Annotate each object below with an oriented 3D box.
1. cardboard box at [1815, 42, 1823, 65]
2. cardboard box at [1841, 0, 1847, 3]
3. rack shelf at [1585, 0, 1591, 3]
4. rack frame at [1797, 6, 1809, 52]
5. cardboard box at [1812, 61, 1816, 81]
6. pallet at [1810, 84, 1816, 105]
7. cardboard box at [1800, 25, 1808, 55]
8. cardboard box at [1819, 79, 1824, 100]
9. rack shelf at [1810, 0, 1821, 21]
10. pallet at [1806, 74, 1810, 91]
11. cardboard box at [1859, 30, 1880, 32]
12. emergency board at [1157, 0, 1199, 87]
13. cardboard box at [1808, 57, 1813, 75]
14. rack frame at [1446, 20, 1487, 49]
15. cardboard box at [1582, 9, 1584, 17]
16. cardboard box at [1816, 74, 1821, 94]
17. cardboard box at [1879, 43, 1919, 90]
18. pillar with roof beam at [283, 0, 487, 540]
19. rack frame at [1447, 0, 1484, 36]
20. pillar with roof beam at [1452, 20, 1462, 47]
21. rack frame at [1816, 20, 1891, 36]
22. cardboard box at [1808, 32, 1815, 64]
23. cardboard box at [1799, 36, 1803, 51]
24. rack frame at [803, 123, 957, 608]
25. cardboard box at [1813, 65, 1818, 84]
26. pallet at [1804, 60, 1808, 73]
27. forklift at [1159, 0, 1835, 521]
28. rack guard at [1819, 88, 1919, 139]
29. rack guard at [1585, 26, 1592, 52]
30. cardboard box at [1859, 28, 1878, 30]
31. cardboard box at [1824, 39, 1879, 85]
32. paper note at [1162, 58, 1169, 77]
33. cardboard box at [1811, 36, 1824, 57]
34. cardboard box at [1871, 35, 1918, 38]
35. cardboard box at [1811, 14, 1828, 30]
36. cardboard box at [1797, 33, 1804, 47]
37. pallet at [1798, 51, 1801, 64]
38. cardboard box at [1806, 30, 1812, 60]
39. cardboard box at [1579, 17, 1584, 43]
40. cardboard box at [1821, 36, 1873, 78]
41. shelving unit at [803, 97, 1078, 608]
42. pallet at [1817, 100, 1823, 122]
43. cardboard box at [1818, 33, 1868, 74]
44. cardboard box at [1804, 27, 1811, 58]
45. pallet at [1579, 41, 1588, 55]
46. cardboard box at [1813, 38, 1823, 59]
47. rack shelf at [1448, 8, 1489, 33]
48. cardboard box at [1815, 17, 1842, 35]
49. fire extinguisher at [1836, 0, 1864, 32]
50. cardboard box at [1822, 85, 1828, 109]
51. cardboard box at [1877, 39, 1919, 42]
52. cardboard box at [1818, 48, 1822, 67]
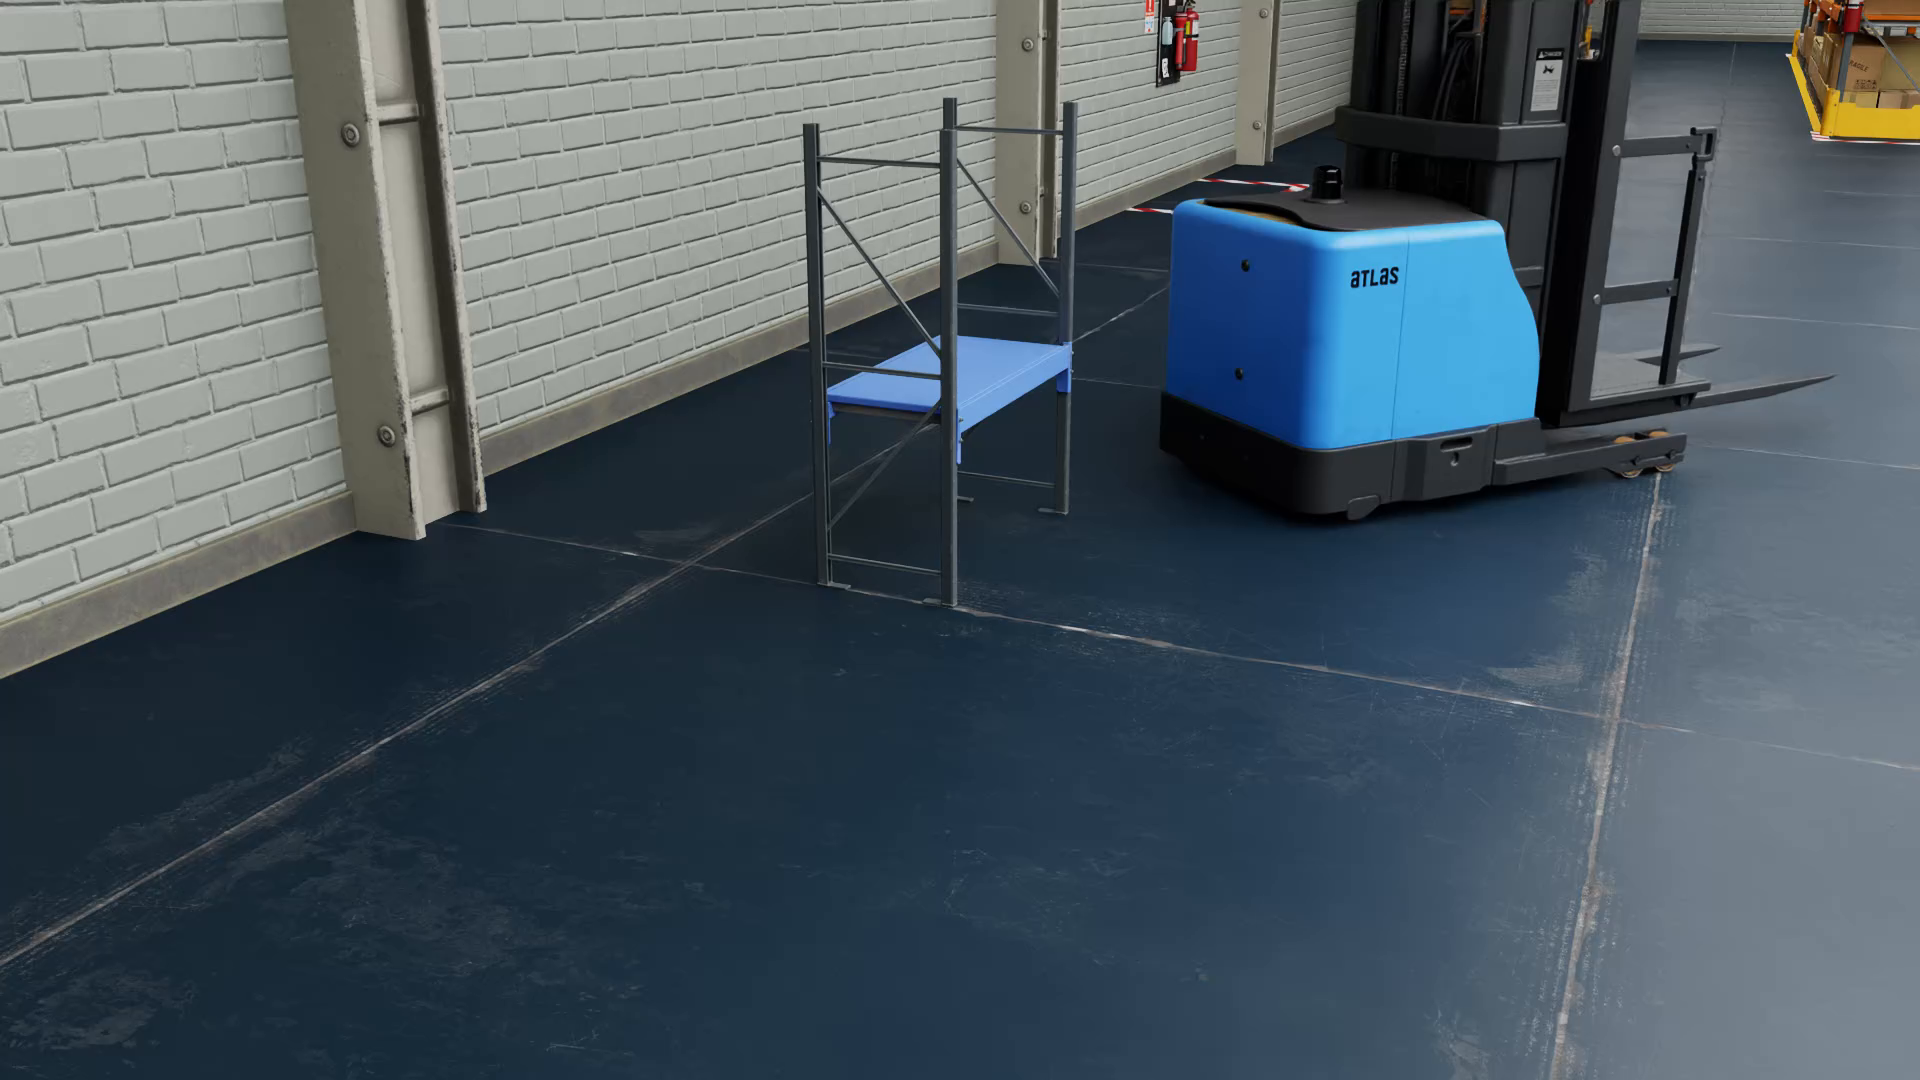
[{"bbox_3d":[12.340,-6.849,23.391,0.500,0.311,0.500,8,21,23],"label":"cardboard box"},{"bbox_3d":[12.215,-7.438,22.608,0.396,0.266,0.258,8,21,21],"label":"cardboard box"},{"bbox_3d":[11.596,-10.604,32.383,1.077,0.370,4.000,9,21,23],"label":"rack shelf"},{"bbox_3d":[16.936,-10.876,32.073,1.000,3.000,0.127,9,21,23],"label":"rack frame"},{"bbox_3d":[12.555,-6.742,23.928,0.500,0.250,0.500,9,21,24],"label":"cardboard box"},{"bbox_3d":[12.288,-6.124,22.874,1.003,0.211,1.213,9,21,23],"label":"pallet"},{"bbox_3d":[15.273,-8.896,29.579,0.500,0.500,0.500,9,21,23],"label":"cardboard box"},{"bbox_3d":[10.938,-5.552,20.579,0.500,0.250,0.500,9,21,23],"label":"cardboard box"},{"bbox_3d":[14.479,-8.703,27.036,1.077,0.370,4.000,9,21,23],"label":"rack shelf"},{"bbox_3d":[13.288,-6.870,24.971,1.003,0.211,1.213,9,21,23],"label":"pallet"},{"bbox_3d":[14.942,-8.189,27.593,0.500,0.500,0.500,9,21,23],"label":"cardboard box"},{"bbox_3d":[1.857,-4.411,13.897,0.194,1.169,0.643,9,21,23],"label":"emergency board"},{"bbox_3d":[12.973,-7.059,24.818,0.500,0.250,0.500,8,21,21],"label":"cardboard box"},{"bbox_3d":[7.501,-7.886,23.666,1.000,3.000,0.127,9,21,23],"label":"rack frame"},{"bbox_3d":[12.230,-10.510,33.180,0.380,0.149,0.250,9,22,24],"label":"cardboard box"},{"bbox_3d":[11.346,-5.857,21.439,0.500,0.250,0.500,9,21,23],"label":"cardboard box"},{"bbox_3d":[11.010,-5.527,19.390,0.500,0.500,0.500,9,21,23],"label":"cardboard box"},{"bbox_3d":[1.918,-3.729,3.025,9.100,9.000,0.400,9,21,23],"label":"pillar with roof beam"},{"bbox_3d":[5.863,-6.663,20.228,1.000,3.000,0.127,9,21,23],"label":"rack frame"},{"bbox_3d":[11.745,-11.066,23.655,9.100,9.000,0.400,9,21,23],"label":"pillar with roof beam"},{"bbox_3d":[13.660,-8.430,25.197,1.000,3.000,0.127,9,21,23],"label":"rack frame"},{"bbox_3d":[14.041,-7.936,26.881,0.500,0.500,0.500,8,21,21],"label":"cardboard box"},{"bbox_3d":[15.580,-9.036,30.256,0.500,0.311,0.500,9,21,23],"label":"cardboard box"},{"bbox_3d":[-0.243,-0.525,5.207,0.500,1.500,0.032,9,21,23],"label":"rack frame"},{"bbox_3d":[12.136,-6.431,23.051,0.500,0.250,0.500,8,21,22],"label":"cardboard box"},{"bbox_3d":[15.000,-8.085,28.388,1.003,0.211,1.213,9,21,23],"label":"pallet"},{"bbox_3d":[2.371,-1.776,6.587,3.031,2.935,1.130,-9,22,-25],"label":"forklift"},{"bbox_3d":[10.374,-4.800,18.718,1.175,0.500,0.348,9,21,23],"label":"rack guard"},{"bbox_3d":[12.425,-10.384,34.421,1.175,0.500,0.348,9,21,23],"label":"rack guard"},{"bbox_3d":[15.358,-8.492,28.445,0.500,0.500,0.500,8,21,22],"label":"cardboard box"},{"bbox_3d":[10.729,-5.753,20.026,0.500,0.500,0.500,9,21,23],"label":"cardboard box"},{"bbox_3d":[1.722,-3.952,13.919,0.016,0.148,0.142,9,21,23],"label":"paper note"},{"bbox_3d":[13.178,-7.477,25.156,0.500,0.311,0.500,9,22,25],"label":"cardboard box"},{"bbox_3d":[11.816,-6.140,21.115,0.500,0.500,0.500,9,21,23],"label":"cardboard box"},{"bbox_3d":[14.468,-8.616,27.673,0.500,0.250,0.500,9,21,23],"label":"cardboard box"},{"bbox_3d":[16.250,-9.507,31.673,0.500,0.250,0.500,9,21,23],"label":"cardboard box"},{"bbox_3d":[16.079,-8.923,30.745,1.003,0.211,1.213,9,21,23],"label":"pallet"},{"bbox_3d":[14.458,-8.252,27.769,0.500,0.500,0.500,9,21,23],"label":"cardboard box"},{"bbox_3d":[12.220,-10.347,33.690,0.700,0.500,0.500,9,21,23],"label":"cardboard box"},{"bbox_3d":[11.137,-6.059,20.886,0.500,0.500,0.500,9,21,23],"label":"cardboard box"},{"bbox_3d":[-0.035,-0.681,5.644,0.538,1.500,1.048,9,21,23],"label":"shelving unit"},{"bbox_3d":[11.160,-5.282,20.506,1.003,0.211,1.213,9,21,23],"label":"pallet"},{"bbox_3d":[11.547,-6.364,21.745,0.500,0.500,0.500,9,21,23],"label":"cardboard box"},{"bbox_3d":[14.878,-8.568,28.658,0.500,0.500,0.500,8,21,20],"label":"cardboard box"},{"bbox_3d":[12.159,-9.985,33.731,1.003,0.211,1.213,9,21,23],"label":"pallet"},{"bbox_3d":[12.760,-7.160,24.264,0.500,0.311,0.500,8,21,21],"label":"cardboard box"},{"bbox_3d":[6.682,-6.936,22.068,1.077,0.370,4.000,9,21,23],"label":"rack shelf"},{"bbox_3d":[13.848,-8.149,26.361,0.500,0.250,0.500,9,22,25],"label":"cardboard box"},{"bbox_3d":[9.912,-5.976,18.411,0.296,0.674,0.183,9,21,23],"label":"fire extinguisher"},{"bbox_3d":[10.528,-5.246,19.720,0.500,0.250,0.500,9,21,23],"label":"cardboard box"},{"bbox_3d":[11.424,-5.832,20.248,0.500,0.500,0.500,9,21,23],"label":"cardboard box"},{"bbox_3d":[11.927,-6.537,22.514,0.500,0.311,0.500,9,21,23],"label":"cardboard box"}]
